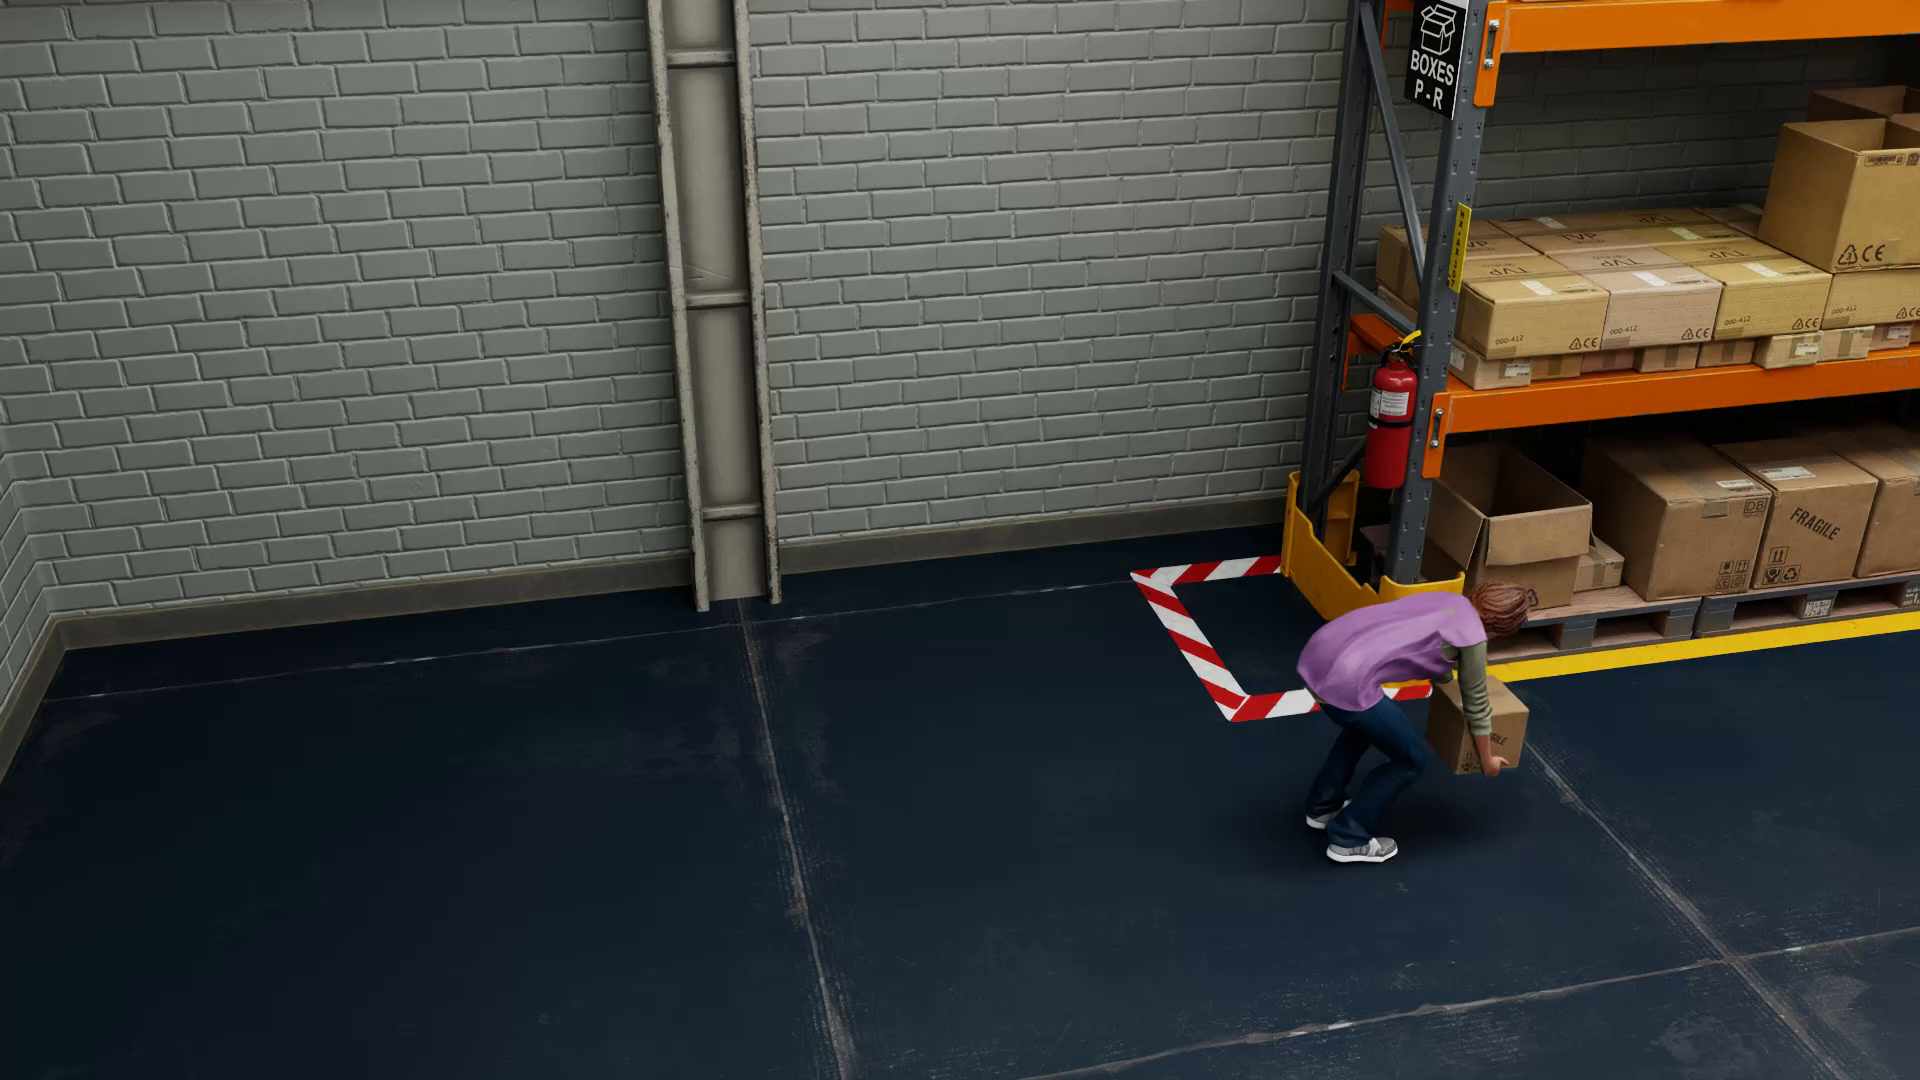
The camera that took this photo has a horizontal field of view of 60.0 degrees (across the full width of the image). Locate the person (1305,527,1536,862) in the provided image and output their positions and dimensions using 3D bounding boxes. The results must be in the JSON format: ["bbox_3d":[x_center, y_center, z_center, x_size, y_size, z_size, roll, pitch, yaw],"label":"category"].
[{"bbox_3d":[1.622,0.550,5.964,0.811,1.226,0.390,-7,28,-13],"label":"person"}]
